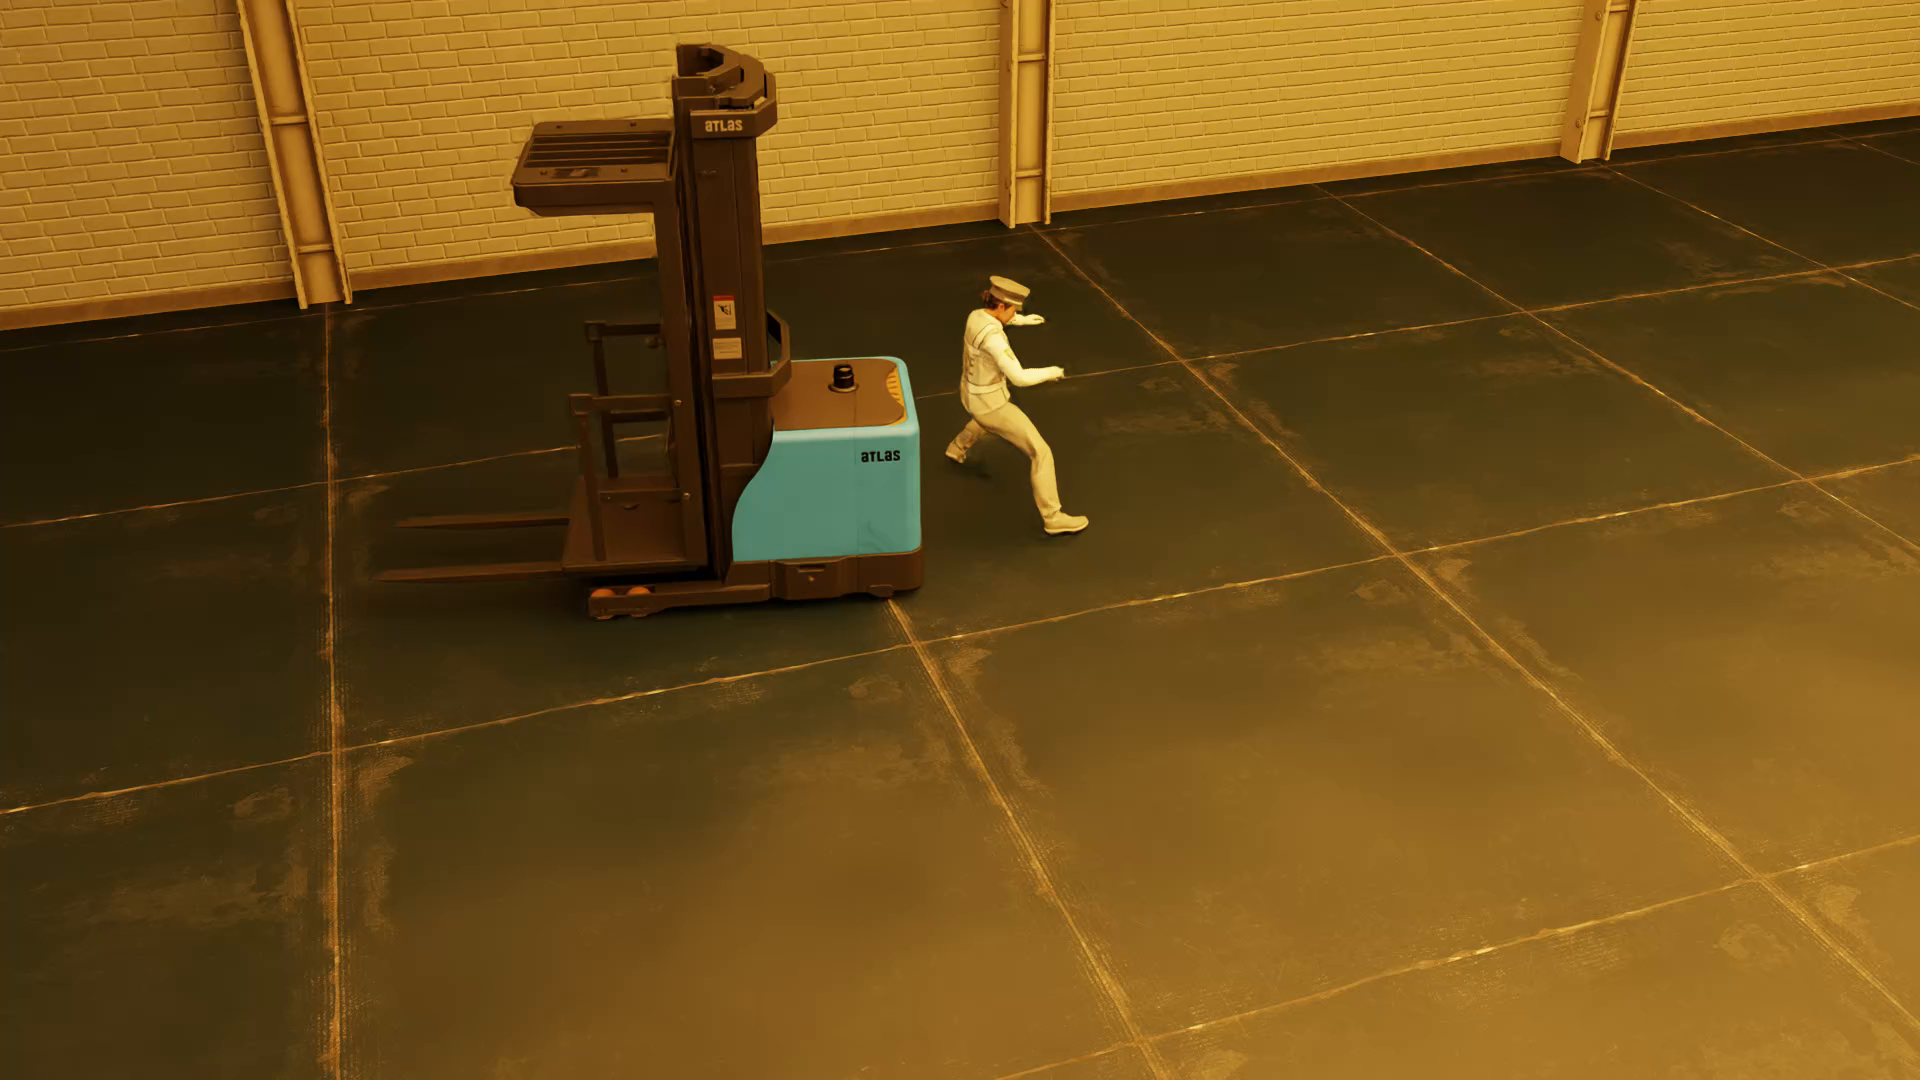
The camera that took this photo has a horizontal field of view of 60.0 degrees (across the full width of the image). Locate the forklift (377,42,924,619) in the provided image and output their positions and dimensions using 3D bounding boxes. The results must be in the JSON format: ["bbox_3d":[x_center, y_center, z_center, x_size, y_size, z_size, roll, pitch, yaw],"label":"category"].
[{"bbox_3d":[-1.759,-1.108,9.012,3.031,2.935,1.130,-3,30,-6],"label":"forklift"}]

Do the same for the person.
[{"bbox_3d":[0.333,-0.924,10.179,0.669,1.467,1.189,-7,31,-12],"label":"person"}]
